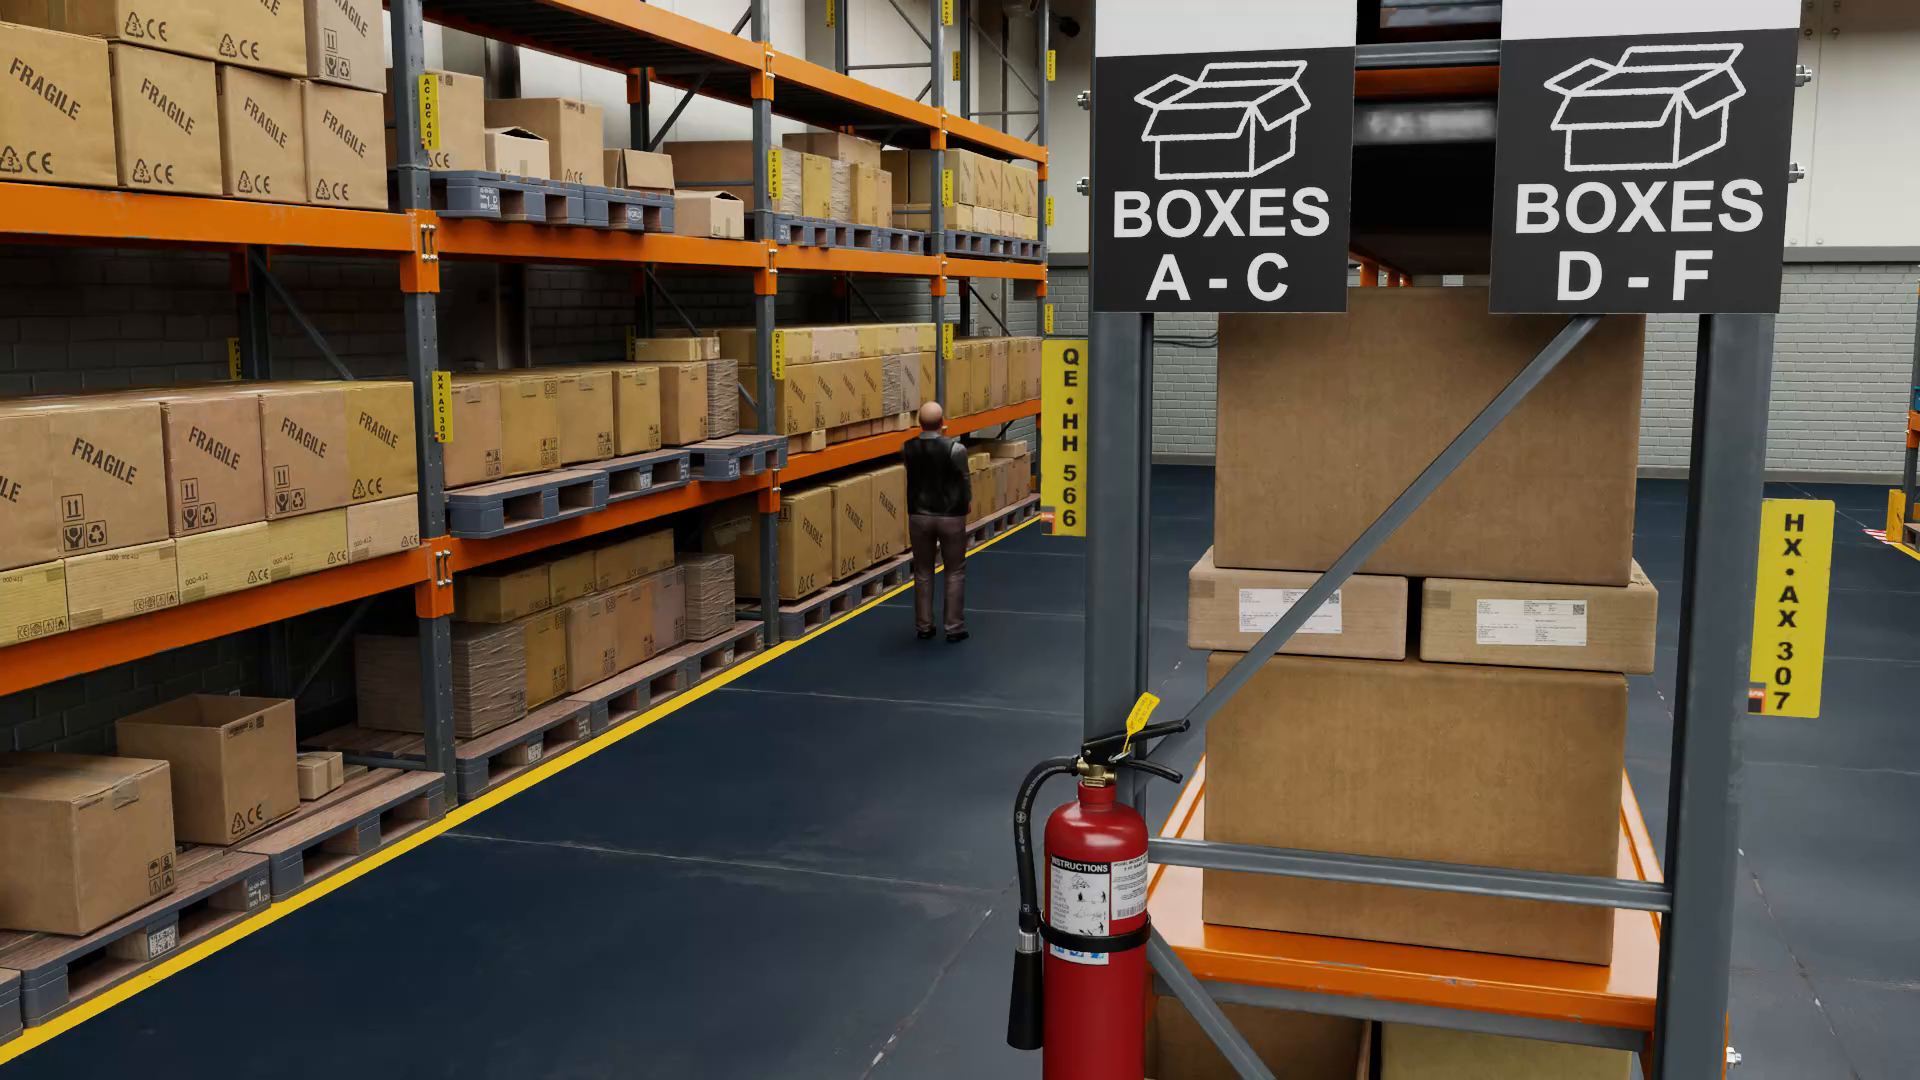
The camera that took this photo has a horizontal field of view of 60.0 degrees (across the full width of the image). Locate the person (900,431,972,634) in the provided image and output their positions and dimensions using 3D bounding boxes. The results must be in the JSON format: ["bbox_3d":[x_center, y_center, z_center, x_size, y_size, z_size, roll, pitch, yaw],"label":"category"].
[{"bbox_3d":[-0.168,-0.066,11.924,0.494,1.450,0.448,2,9,16],"label":"person"}]
